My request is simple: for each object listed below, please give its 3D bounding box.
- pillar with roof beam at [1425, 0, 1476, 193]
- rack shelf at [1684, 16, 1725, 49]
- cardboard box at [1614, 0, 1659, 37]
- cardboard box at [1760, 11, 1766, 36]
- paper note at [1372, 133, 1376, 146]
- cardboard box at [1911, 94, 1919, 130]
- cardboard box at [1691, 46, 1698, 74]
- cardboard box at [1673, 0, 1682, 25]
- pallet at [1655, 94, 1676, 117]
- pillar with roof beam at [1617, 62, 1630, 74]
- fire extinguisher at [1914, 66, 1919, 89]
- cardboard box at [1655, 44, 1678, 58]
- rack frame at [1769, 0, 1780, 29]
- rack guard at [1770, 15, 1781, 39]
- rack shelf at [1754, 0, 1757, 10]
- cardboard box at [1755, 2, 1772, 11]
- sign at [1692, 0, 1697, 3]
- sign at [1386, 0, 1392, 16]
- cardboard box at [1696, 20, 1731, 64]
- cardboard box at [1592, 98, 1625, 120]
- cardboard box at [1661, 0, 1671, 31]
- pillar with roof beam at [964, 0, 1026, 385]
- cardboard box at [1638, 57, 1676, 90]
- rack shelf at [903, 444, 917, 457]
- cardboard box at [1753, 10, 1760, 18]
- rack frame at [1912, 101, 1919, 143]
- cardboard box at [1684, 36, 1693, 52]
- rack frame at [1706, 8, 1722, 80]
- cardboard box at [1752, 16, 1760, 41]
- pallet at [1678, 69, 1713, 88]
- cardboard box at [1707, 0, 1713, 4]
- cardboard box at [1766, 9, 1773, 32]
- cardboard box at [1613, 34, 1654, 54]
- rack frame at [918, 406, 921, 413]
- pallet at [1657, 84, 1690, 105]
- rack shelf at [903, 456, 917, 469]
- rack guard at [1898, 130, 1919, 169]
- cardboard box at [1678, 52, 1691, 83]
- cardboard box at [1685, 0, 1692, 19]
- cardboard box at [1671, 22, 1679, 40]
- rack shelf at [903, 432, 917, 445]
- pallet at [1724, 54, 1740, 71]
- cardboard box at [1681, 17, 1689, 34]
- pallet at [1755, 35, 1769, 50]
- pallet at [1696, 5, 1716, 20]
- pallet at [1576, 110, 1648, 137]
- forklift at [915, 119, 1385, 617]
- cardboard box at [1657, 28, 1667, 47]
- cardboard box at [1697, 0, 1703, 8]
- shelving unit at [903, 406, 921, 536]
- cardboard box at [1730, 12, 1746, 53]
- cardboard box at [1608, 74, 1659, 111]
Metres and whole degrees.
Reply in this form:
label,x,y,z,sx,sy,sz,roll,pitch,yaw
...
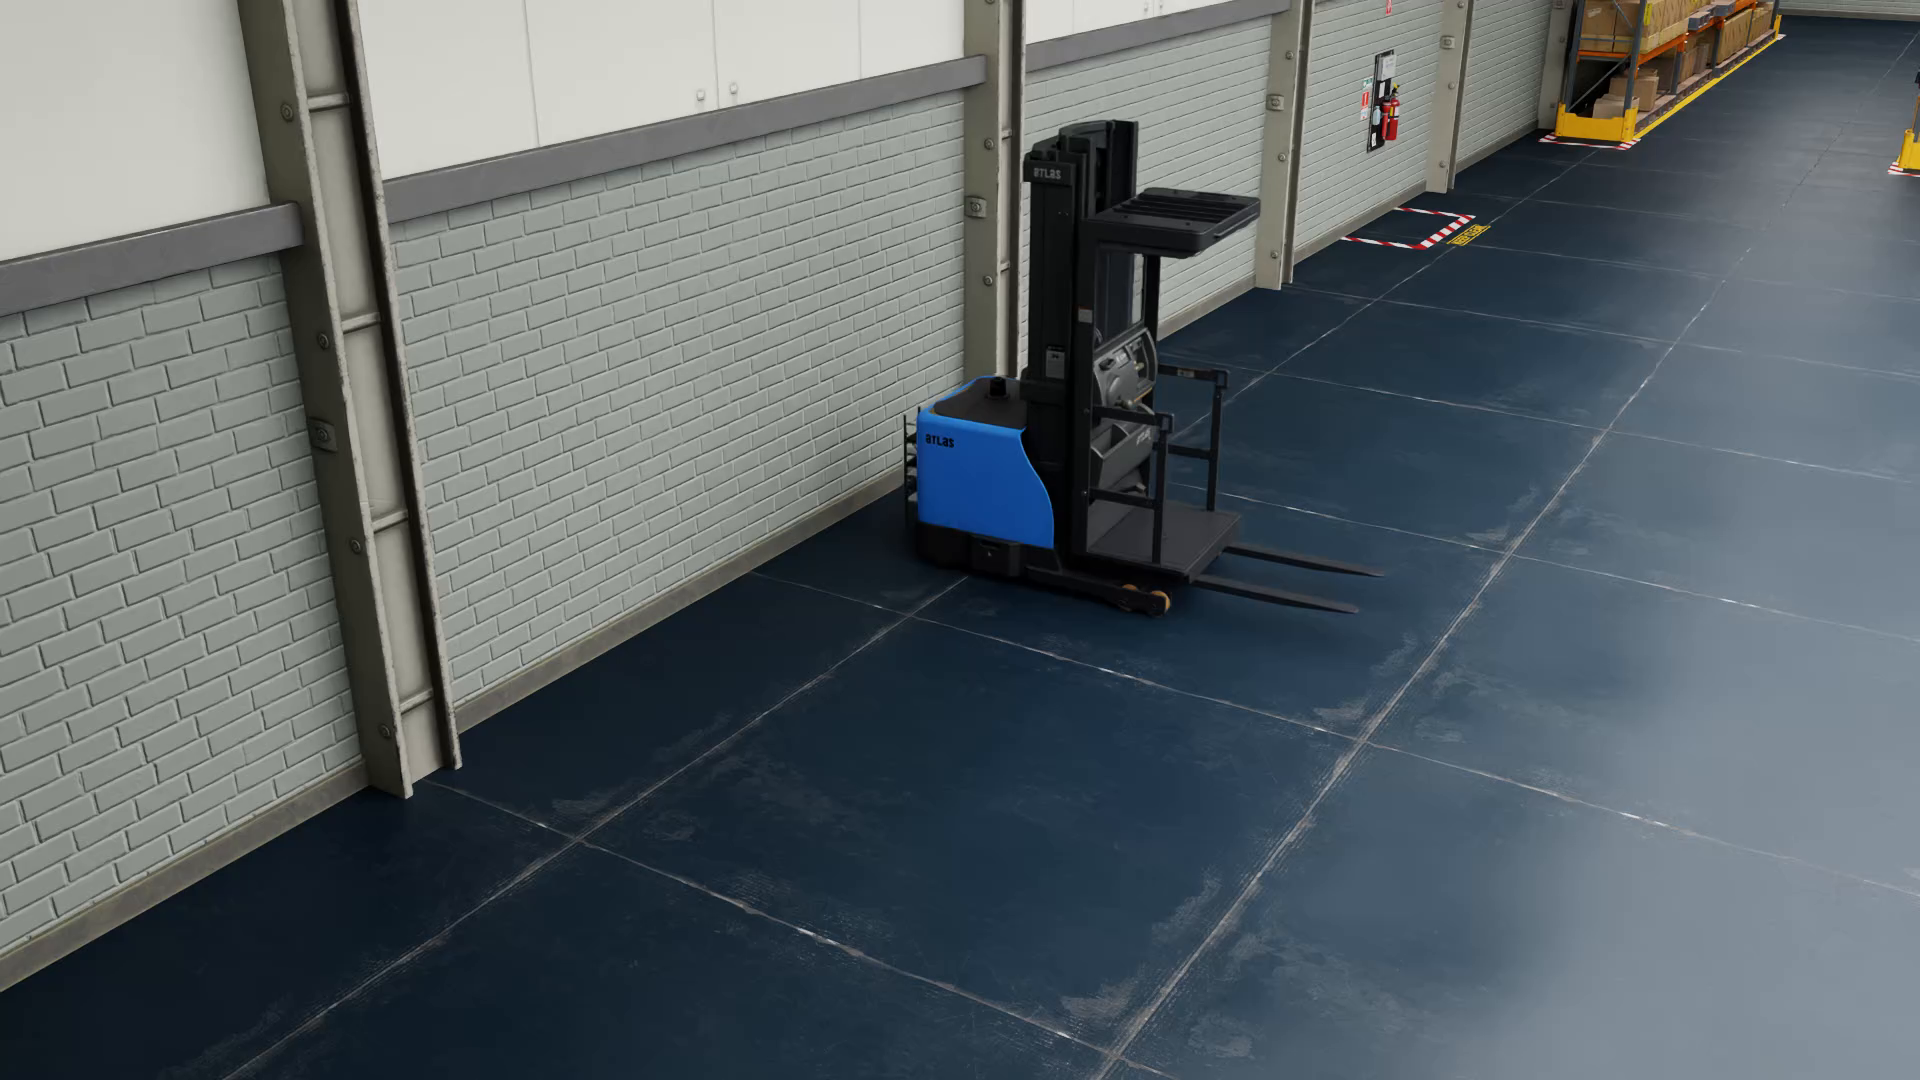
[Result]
label,x,y,z,sx,sy,sz,roll,pitch,yaw
pillar with roof beam,10.244,-8.055,19.030,9.100,9.000,0.400,14,27,29
rack shelf,13.282,-9.507,30.840,1.077,0.370,4.000,14,27,29
cardboard box,10.624,-8.194,26.122,0.500,0.500,0.500,14,27,29
cardboard box,17.744,-11.661,37.530,0.700,0.500,0.500,13,27,27
paper note,5.099,-4.928,20.468,0.016,0.148,0.142,14,27,29
cardboard box,14.358,-6.293,24.500,0.500,0.500,0.500,14,27,29
cardboard box,13.631,-9.163,31.733,0.700,0.500,0.500,14,27,29
cardboard box,11.707,-8.884,27.717,0.500,0.500,0.500,13,27,27
pallet,11.903,-7.648,29.151,1.003,0.211,1.213,14,27,29
pillar with roof beam,16.574,-12.105,28.385,9.100,9.000,0.400,14,27,29
fire extinguisher,13.871,-6.797,23.772,0.296,0.674,0.183,14,27,29
cardboard box,12.831,-8.962,30.325,0.500,0.250,0.500,13,27,28
rack frame,18.557,-13.212,38.493,1.000,3.000,0.127,14,27,29
rack guard,18.570,-12.073,39.008,1.175,0.500,0.348,14,27,29
rack shelf,17.502,-12.207,37.077,1.077,0.370,4.000,14,27,29
cardboard box,18.226,-12.130,37.795,0.380,0.149,0.250,15,27,30
sign,12.692,-9.448,28.709,0.100,0.325,0.005,14,27,29
sign,5.162,-6.460,19.979,0.001,0.298,0.199,14,27,29
cardboard box,14.837,-9.939,33.109,0.750,0.750,0.750,13,27,28
cardboard box,10.559,-6.994,26.962,0.500,0.311,0.500,11,26,23
cardboard box,11.172,-8.532,26.903,0.500,0.500,0.500,13,27,27
pillar with roof beam,3.914,-4.005,9.674,9.100,9.000,0.400,14,27,29
cardboard box,12.601,-8.468,30.129,0.700,0.500,0.500,15,28,31
rack shelf,-0.236,-0.602,11.637,0.258,0.077,0.200,12,26,26
cardboard box,17.264,-11.513,36.371,0.380,0.149,0.250,15,28,31
rack frame,14.328,-6.775,23.624,1.000,3.000,0.127,14,27,29
cardboard box,13.381,-9.303,31.112,0.500,0.250,0.500,14,27,29
rack frame,14.337,-10.512,32.256,1.000,3.000,0.127,14,27,29
cardboard box,17.197,-11.307,36.711,0.700,0.500,0.500,14,27,28
pallet,13.924,-8.969,32.201,1.003,0.211,1.213,14,27,29
cardboard box,13.826,-10.404,31.329,0.700,0.500,0.500,11,26,24
cardboard box,18.273,-12.000,38.312,0.700,0.500,0.500,14,27,29
cardboard box,10.644,-7.850,26.271,0.500,0.250,0.500,13,27,27
rack frame,-0.188,-0.503,11.778,0.240,0.900,0.006,12,26,26
pallet,12.637,-8.145,30.299,1.003,0.211,1.213,14,27,29
rack shelf,-0.236,-0.519,11.673,0.258,0.077,0.200,12,26,26
rack guard,14.315,-5.620,24.102,1.175,0.500,0.348,14,27,29
cardboard box,13.135,-8.817,30.934,0.700,0.500,0.500,14,27,30
cardboard box,12.241,-9.222,28.496,0.500,0.500,0.500,14,27,29
cardboard box,11.713,-8.539,27.863,0.500,0.250,0.500,14,27,29
rack shelf,-0.236,-0.685,11.602,0.258,0.077,0.200,12,26,26
pallet,15.462,-9.892,34.336,1.003,0.211,1.213,14,27,29
cardboard box,12.235,-8.879,28.647,0.500,0.250,0.500,14,27,29
pallet,17.558,-11.236,37.438,1.003,0.211,1.213,14,27,29
pallet,13.328,-9.747,30.731,1.003,0.211,1.213,14,27,29
pallet,10.616,-6.824,27.248,1.003,0.211,1.213,14,27,29
forklift,1.241,-1.095,10.590,3.031,2.935,1.130,12,26,25
cardboard box,11.180,-8.199,27.077,0.500,0.250,0.500,13,27,28
cardboard box,13.146,-9.990,30.371,0.700,0.500,0.500,18,29,36
shelving unit,-0.236,-0.467,11.696,0.258,0.900,0.210,12,26,26
cardboard box,15.748,-10.521,34.454,0.750,0.750,0.750,15,27,31
cardboard box,11.289,-7.511,27.916,0.700,0.500,0.500,12,26,26
